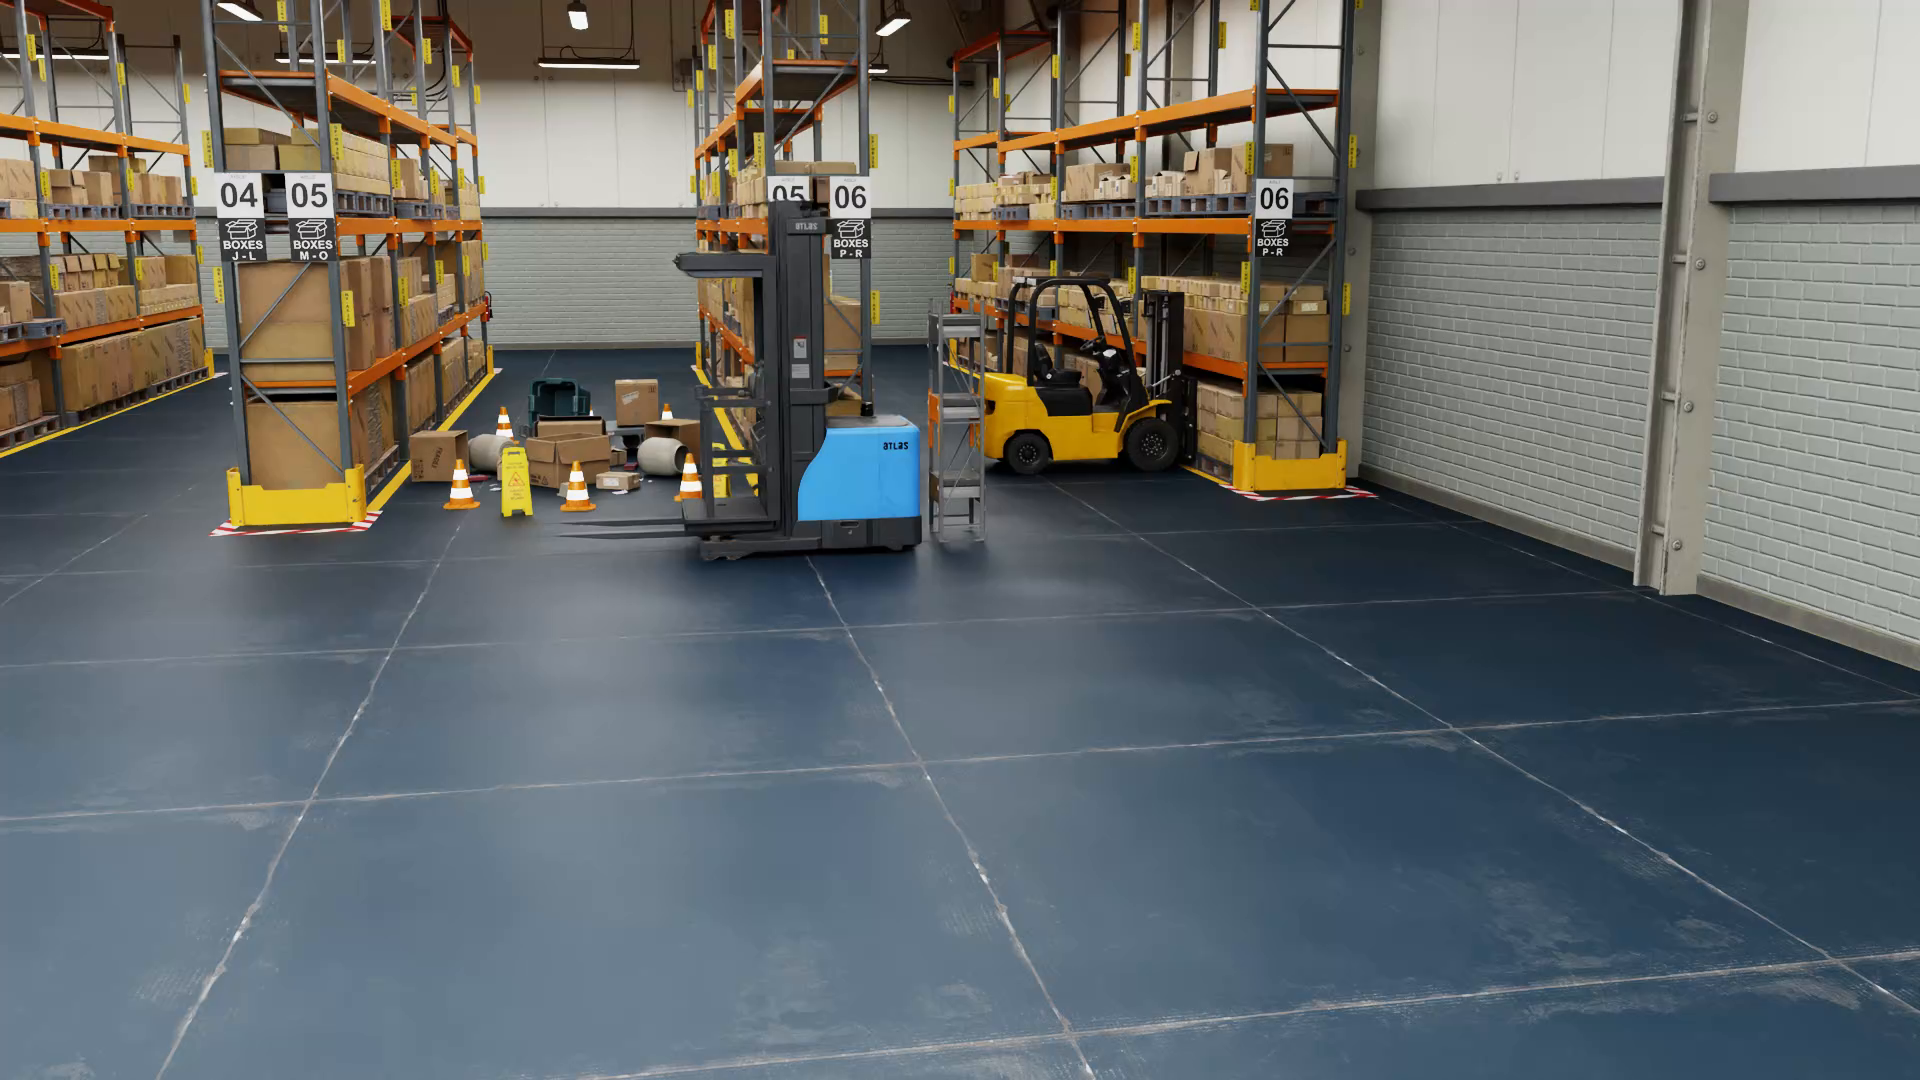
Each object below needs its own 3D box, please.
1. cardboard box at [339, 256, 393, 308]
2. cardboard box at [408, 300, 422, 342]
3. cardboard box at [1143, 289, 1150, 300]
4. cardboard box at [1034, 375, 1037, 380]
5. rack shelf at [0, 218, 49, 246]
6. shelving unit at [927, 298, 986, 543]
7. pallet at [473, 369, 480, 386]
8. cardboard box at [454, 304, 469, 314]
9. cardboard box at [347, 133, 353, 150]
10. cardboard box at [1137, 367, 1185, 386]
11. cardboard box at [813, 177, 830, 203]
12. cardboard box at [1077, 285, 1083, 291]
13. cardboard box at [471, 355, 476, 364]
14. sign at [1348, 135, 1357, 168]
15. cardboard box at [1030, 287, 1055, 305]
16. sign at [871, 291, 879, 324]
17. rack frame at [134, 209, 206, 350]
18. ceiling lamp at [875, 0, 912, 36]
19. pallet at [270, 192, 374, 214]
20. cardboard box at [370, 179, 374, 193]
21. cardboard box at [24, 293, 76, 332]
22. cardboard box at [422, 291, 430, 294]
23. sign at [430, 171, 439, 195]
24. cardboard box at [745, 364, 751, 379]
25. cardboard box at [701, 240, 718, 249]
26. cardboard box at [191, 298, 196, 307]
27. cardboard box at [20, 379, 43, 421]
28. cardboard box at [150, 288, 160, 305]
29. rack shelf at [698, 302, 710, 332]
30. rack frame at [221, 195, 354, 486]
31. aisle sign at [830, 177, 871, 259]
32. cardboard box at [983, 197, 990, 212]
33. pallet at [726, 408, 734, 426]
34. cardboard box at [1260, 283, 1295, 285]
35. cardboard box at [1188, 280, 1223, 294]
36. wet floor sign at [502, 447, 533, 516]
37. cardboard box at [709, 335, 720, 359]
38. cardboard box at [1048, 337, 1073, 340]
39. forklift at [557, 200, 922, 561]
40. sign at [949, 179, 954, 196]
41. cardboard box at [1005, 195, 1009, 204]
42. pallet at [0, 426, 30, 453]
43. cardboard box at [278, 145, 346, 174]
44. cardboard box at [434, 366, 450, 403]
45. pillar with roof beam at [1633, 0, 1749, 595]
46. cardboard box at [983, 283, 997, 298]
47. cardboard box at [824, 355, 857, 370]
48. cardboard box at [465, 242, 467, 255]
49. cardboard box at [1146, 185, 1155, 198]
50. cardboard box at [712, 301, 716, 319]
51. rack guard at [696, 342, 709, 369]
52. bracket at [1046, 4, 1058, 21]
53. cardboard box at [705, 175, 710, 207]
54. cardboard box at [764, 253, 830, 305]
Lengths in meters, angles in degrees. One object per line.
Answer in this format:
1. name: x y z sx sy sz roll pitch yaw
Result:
1. cardboard box: -6.735 -2.832 18.263 0.875 0.550 0.550 -2 11 -11
2. cardboard box: -7.026 -2.733 20.765 0.500 0.500 0.500 -2 11 -11
3. cardboard box: 2.514 -3.073 20.815 0.380 0.149 0.250 -2 11 -12
4. cardboard box: 1.447 -2.743 26.646 0.500 0.500 0.500 -2 11 -9
5. rack shelf: -12.268 -3.718 20.111 1.077 0.370 4.000 -2 11 -11
6. shelving unit: -0.032 -1.062 14.660 0.431 2.100 0.503 -2 11 -11
7. pallet: -8.956 -2.837 29.036 1.003 0.211 1.213 -2 11 -11
8. cardboard box: -8.284 -3.801 27.315 0.380 0.149 0.250 -2 11 -9
9. cardboard box: -6.115 -3.869 16.127 0.380 0.149 0.250 -2 11 -10
10. cardboard box: 2.496 -2.019 20.841 0.500 0.250 0.500 -2 11 -12
11. cardboard box: -1.217 -3.506 16.677 0.500 0.250 0.500 -2 11 -12
12. cardboard box: 1.896 -3.663 23.914 0.380 0.149 0.250 -2 11 -10
13. cardboard box: -8.594 -3.126 28.806 0.380 0.149 0.250 -2 11 -11
14. sign: 4.033 -4.000 17.119 0.100 0.325 0.005 -2 11 -11
15. cardboard box: 1.409 -3.821 26.027 0.500 0.250 0.500 -3 11 -14
16. sign: -0.848 -2.303 16.459 0.100 0.325 0.005 -2 11 -11
17. rack frame: -14.213 -4.432 29.961 1.000 3.000 0.127 -2 11 -11
18. ceiling lamp: -0.839 -9.821 26.617 0.800 3.185 2.000 -2 11 -11
19. pallet: -6.612 -3.449 17.012 1.003 0.211 1.213 -2 11 -11
20. cardboard box: -6.360 -3.710 17.425 0.380 0.149 0.250 -2 11 -12
21. cardboard box: -12.485 -3.113 22.763 0.500 0.500 0.500 -2 11 -9
22. cardboard box: -7.669 -3.452 23.562 0.380 0.149 0.250 -2 11 -8
23. sign: -7.226 -4.912 22.864 0.100 0.325 0.005 -2 11 -11
24. cardboard box: -2.343 -1.991 19.626 0.380 0.149 0.250 -2 11 -10
25. cardboard box: -4.435 -5.290 29.793 0.380 0.149 0.250 -2 11 -12
26. cardboard box: -13.769 -4.208 29.454 0.380 0.149 0.250 -2 11 -10
27. cardboard box: -12.507 -1.831 21.802 0.700 0.500 0.500 -3 11 -14
28. cardboard box: -13.361 -3.958 27.075 0.500 0.250 0.500 -2 11 -11
29. rack shelf: -4.103 -4.072 29.994 1.077 0.370 4.000 -2 11 -11
30. rack frame: -6.216 -1.660 15.393 1.000 3.000 0.127 -2 11 -11
31. aisle sign: -1.064 -3.135 16.193 0.394 0.787 0.004 -2 11 -11
32. cardboard box: 0.703 -5.960 29.573 0.500 0.250 0.500 -3 11 -13
33. pallet: -2.786 -1.812 23.653 1.003 0.211 1.213 -2 11 -11
34. cardboard box: 3.515 -2.766 18.406 0.380 0.149 0.250 -2 11 -11
35. cardboard box: 2.875 -2.939 19.318 0.380 0.149 0.250 -2 11 -11
36. wet floor sign: -4.269 -0.570 15.964 0.267 0.644 0.232 -4 12 -21
37. cardboard box: -4.266 -3.623 31.437 0.875 0.438 0.875 -3 11 -13
38. cardboard box: 1.696 -3.342 28.059 0.380 0.149 0.250 -3 11 -14
39. forklift: -1.896 -1.373 14.069 3.031 2.935 1.130 -2 11 -11
40. sign: -0.157 -6.857 32.340 0.100 0.325 0.005 -2 11 -11
41. cardboard box: 0.949 -5.635 27.541 0.380 0.149 0.250 -2 11 -10
42. pallet: -12.273 -1.228 20.586 1.003 0.211 1.213 -2 11 -11
43. cardboard box: -6.058 -3.559 15.564 0.500 0.250 0.500 -2 11 -11
44. cardboard box: -7.660 -2.244 24.027 0.500 0.500 0.500 -3 11 -13
45. pillar with roof beam: 1.180 -3.890 11.066 9.100 9.000 0.400 -2 11 -11
46. cardboard box: 0.703 -4.488 29.862 0.500 0.250 0.500 -2 11 -11
47. cardboard box: -1.244 -1.804 16.827 0.380 0.149 0.250 -2 11 -11
48. cardboard box: -8.515 -4.733 27.804 0.500 0.500 0.500 -2 11 -13
49. cardboard box: 2.499 -4.285 20.447 0.380 0.149 0.250 -2 11 -10
50. cardboard box: -3.613 -3.614 26.060 0.500 0.250 0.500 -2 11 -12
51. rack guard: -4.497 -3.569 32.111 1.175 0.500 0.348 -2 11 -11
52. bracket: 1.635 -9.027 28.429 0.235 0.232 0.430 -2 11 -11
53. cardboard box: -3.828 -5.616 26.766 0.500 0.500 0.500 -2 11 -12
54. cardboard box: -1.694 -2.630 16.756 0.700 0.500 0.500 -2 11 -12
